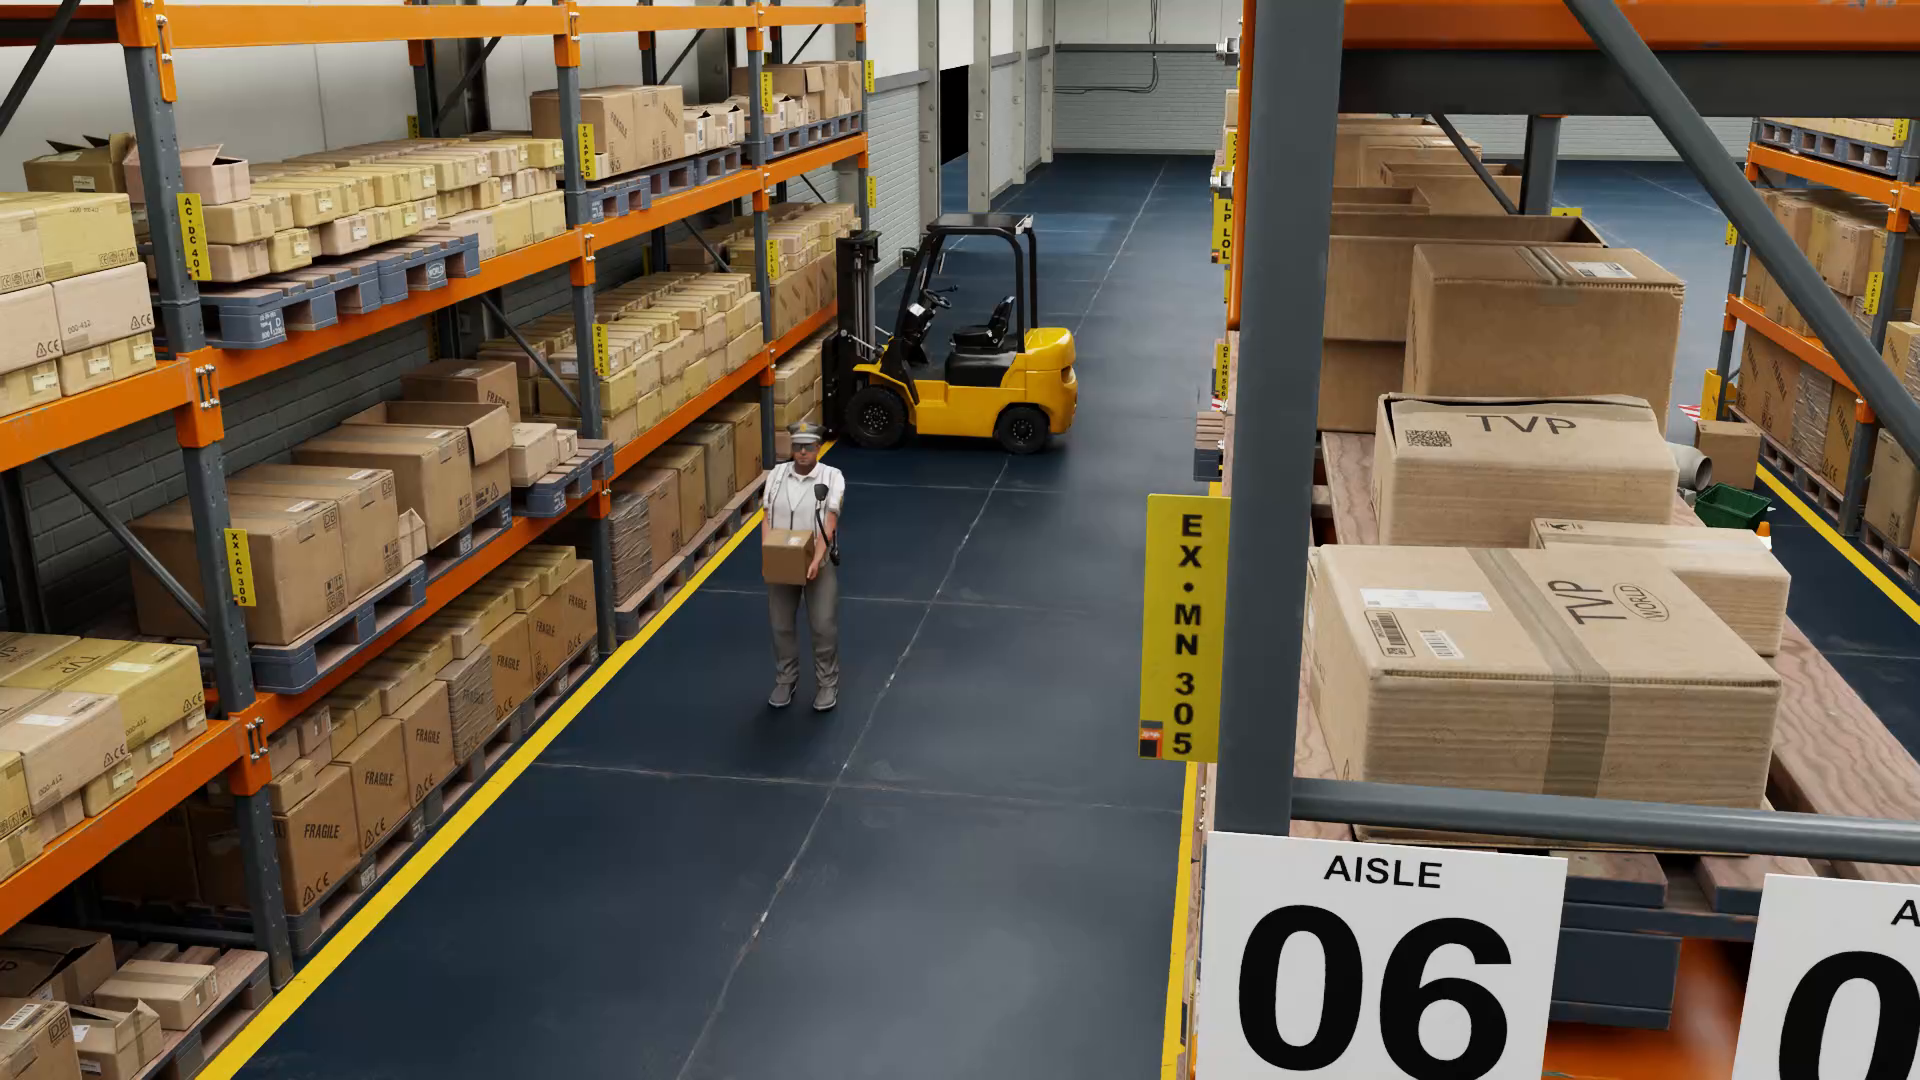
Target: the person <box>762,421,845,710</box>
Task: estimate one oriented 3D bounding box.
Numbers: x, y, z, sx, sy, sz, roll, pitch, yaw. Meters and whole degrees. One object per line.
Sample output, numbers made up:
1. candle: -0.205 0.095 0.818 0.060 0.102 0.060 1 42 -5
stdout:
1. person: -0.953 0.163 10.004 0.494 1.766 0.565 3 18 10
